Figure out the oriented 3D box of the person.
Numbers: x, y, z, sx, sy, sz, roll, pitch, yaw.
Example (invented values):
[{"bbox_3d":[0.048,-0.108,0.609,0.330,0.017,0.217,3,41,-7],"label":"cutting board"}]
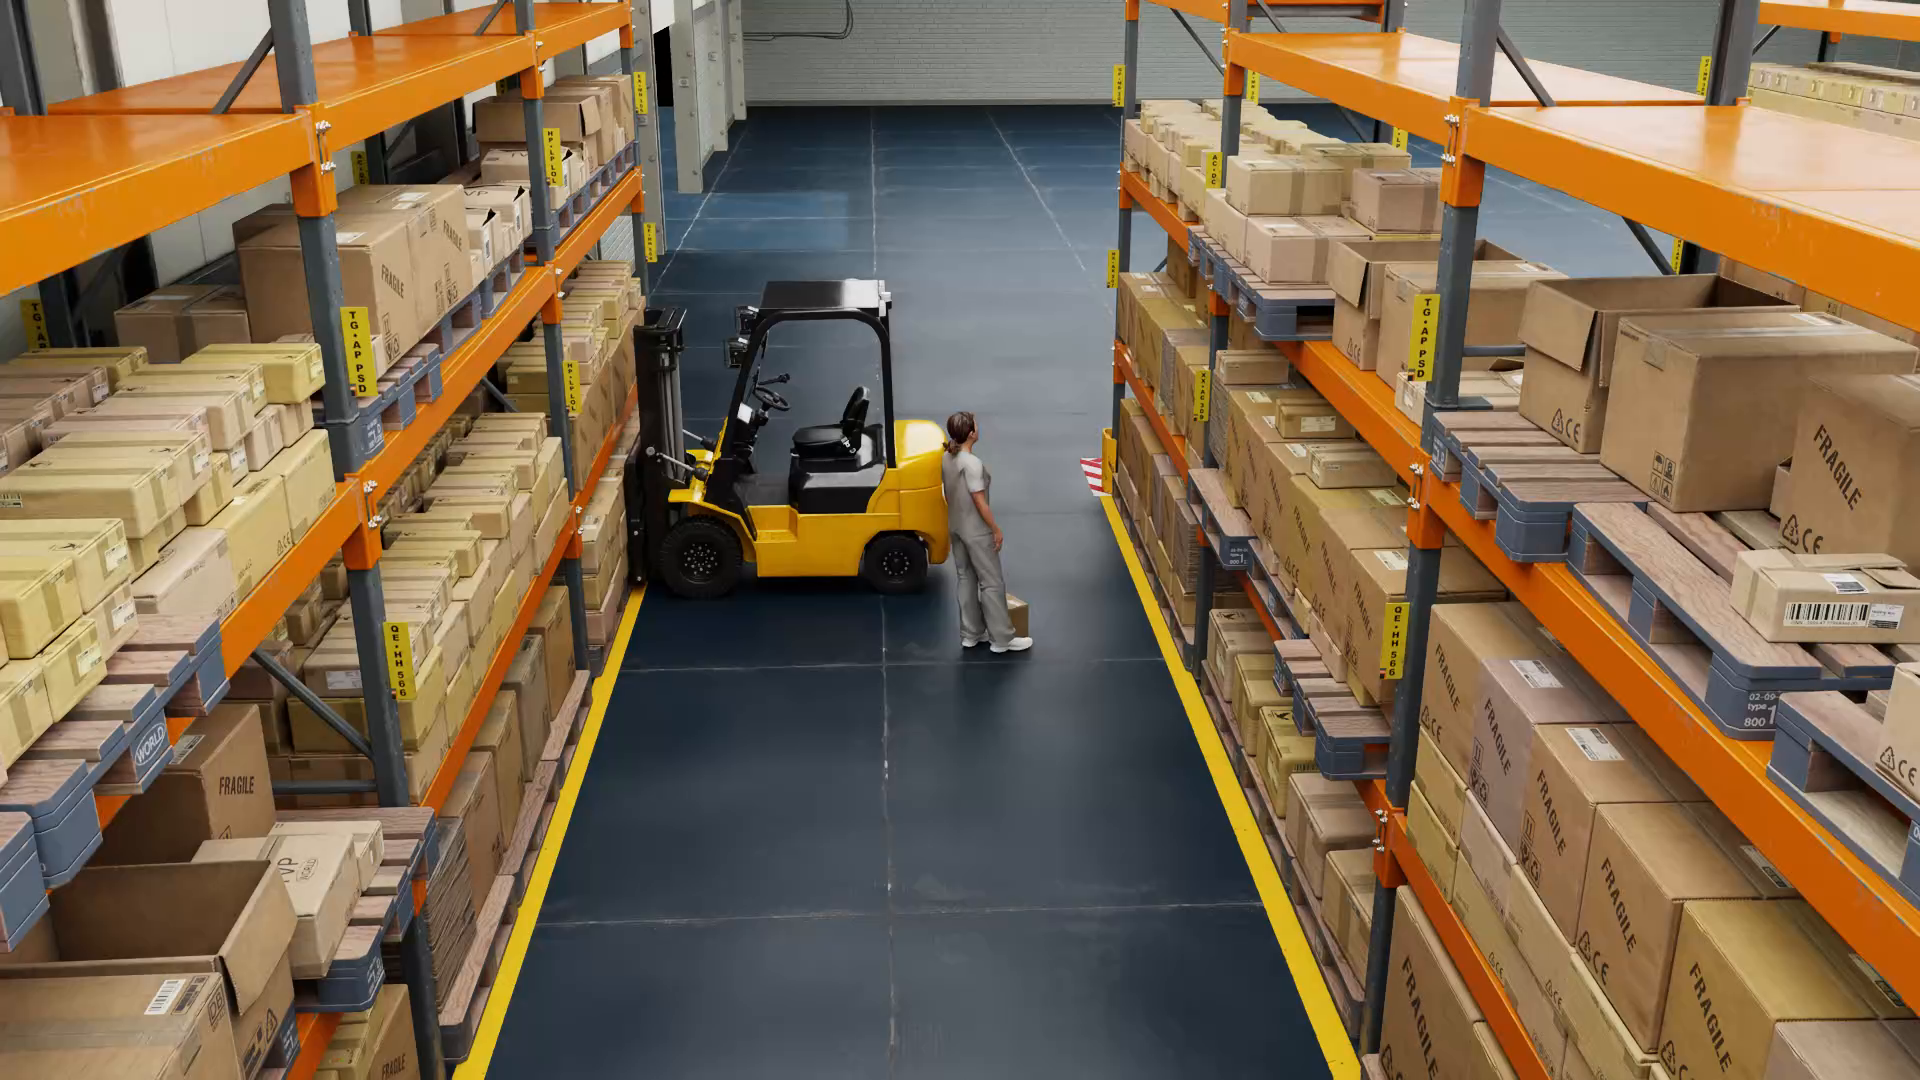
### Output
[{"bbox_3d":[0.142,-0.072,11.246,0.549,1.676,0.549,-12,24,-30],"label":"person"}]
